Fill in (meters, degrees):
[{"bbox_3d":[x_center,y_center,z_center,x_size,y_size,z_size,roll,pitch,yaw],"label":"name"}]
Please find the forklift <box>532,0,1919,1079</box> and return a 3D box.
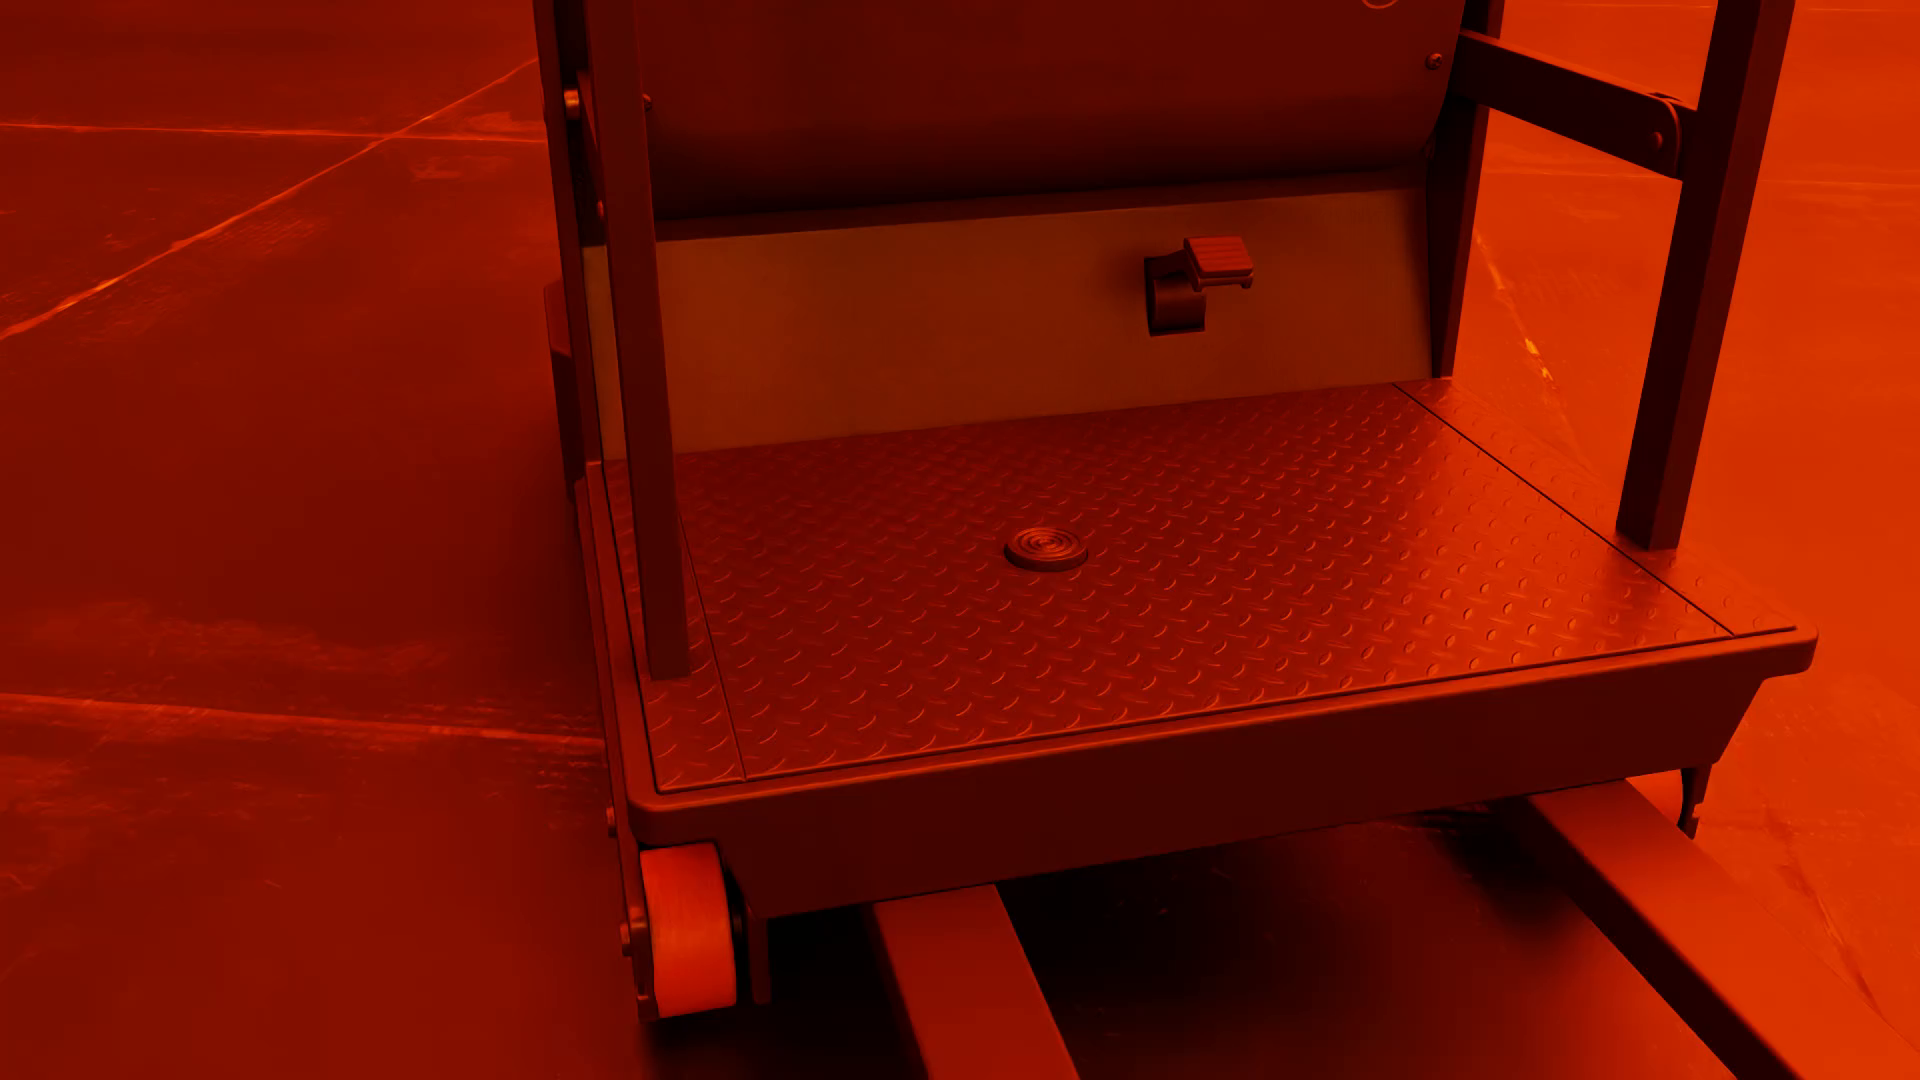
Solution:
[{"bbox_3d":[0.153,-1.049,1.319,1.130,2.935,3.031,-7,27,-13],"label":"forklift"}]
